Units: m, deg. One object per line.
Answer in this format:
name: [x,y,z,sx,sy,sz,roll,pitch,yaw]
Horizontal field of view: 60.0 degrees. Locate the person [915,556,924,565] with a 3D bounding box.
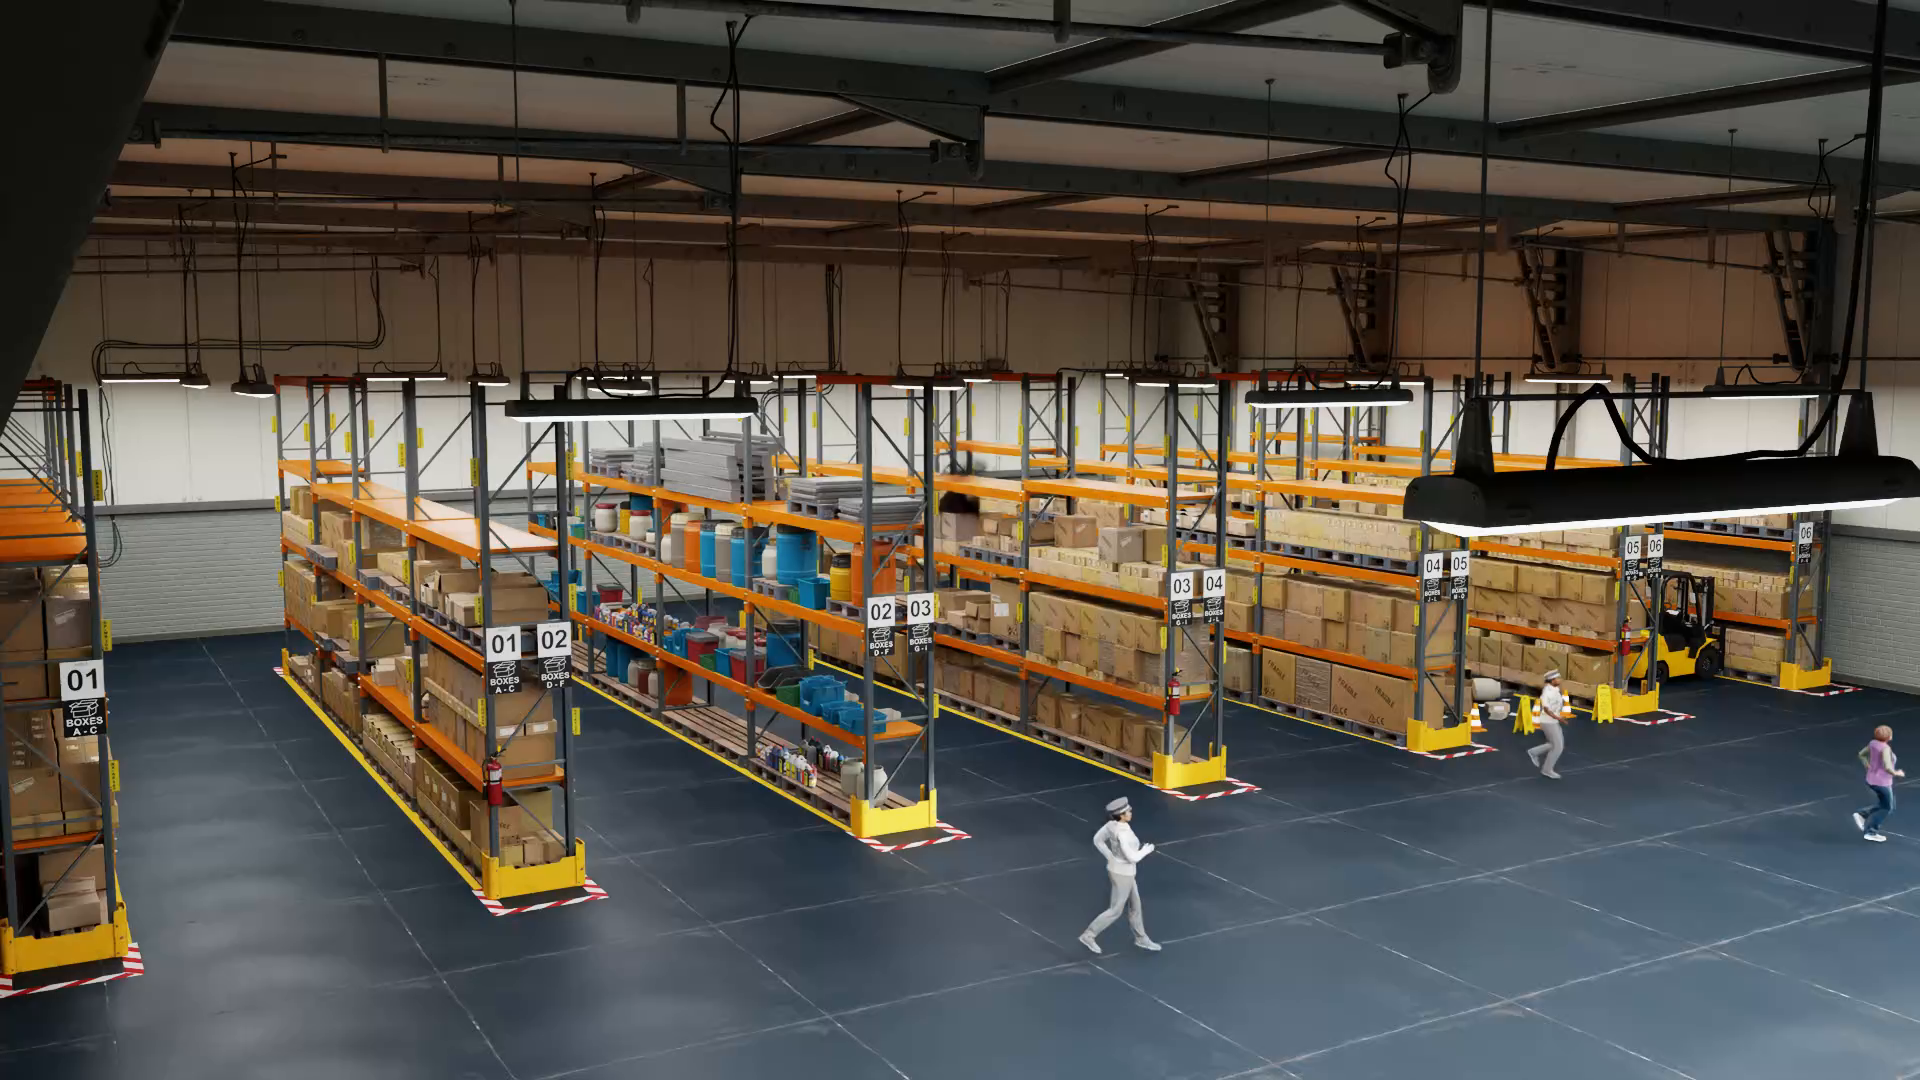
person: [-1.104,1.002,41.382,0.623,1.598,0.559,4,7,33]

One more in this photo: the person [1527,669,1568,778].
person: [8.944,2.766,25.245,0.570,1.668,0.610,3,7,26]

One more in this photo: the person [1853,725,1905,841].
person: [12.059,3.182,21.775,0.563,1.554,0.555,1,6,7]

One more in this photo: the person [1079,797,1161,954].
person: [1.699,3.547,17.576,0.924,1.696,0.604,-1,6,-8]
